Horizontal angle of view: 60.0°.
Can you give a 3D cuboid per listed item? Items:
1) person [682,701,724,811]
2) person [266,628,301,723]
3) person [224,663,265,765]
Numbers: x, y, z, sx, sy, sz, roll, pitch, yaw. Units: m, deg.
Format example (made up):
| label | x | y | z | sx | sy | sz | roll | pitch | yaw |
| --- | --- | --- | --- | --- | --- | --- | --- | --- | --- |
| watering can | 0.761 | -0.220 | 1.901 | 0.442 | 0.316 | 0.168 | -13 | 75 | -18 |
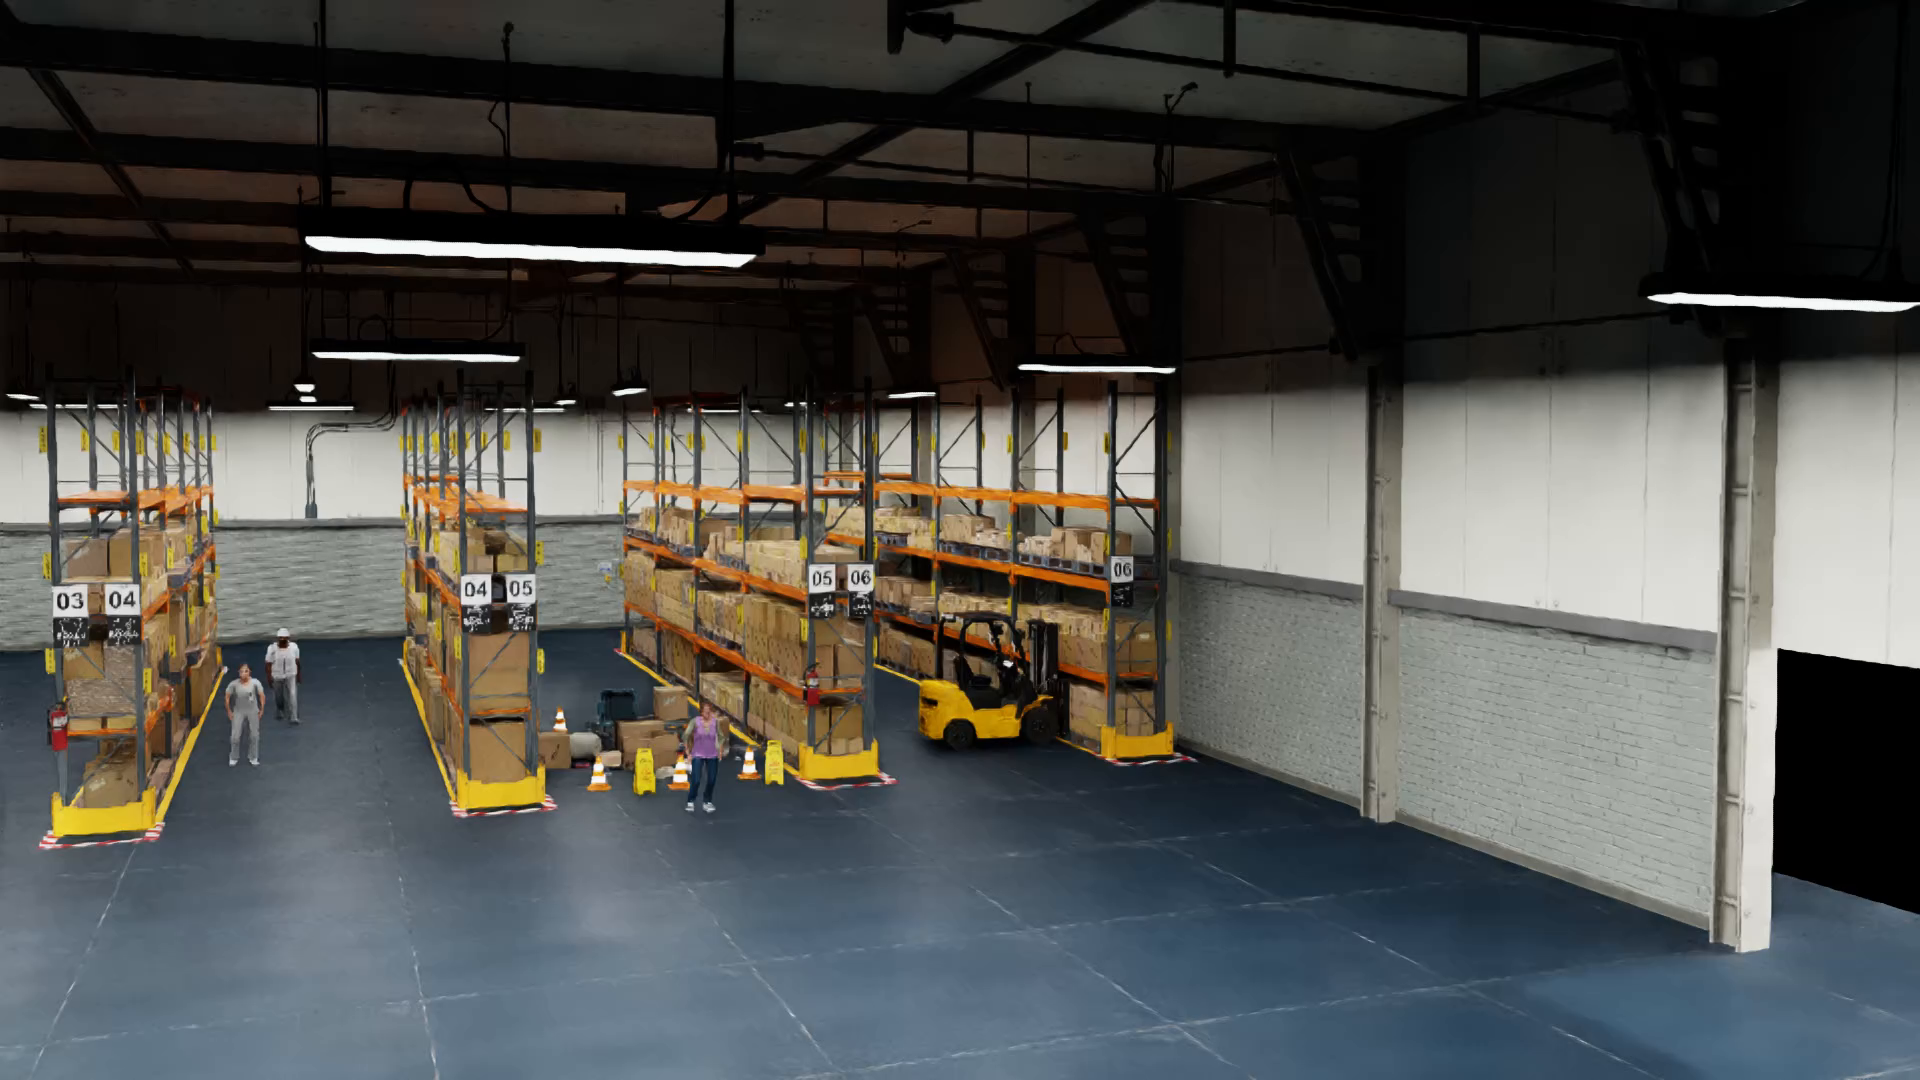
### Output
| label | x | y | z | sx | sy | sz | roll | pitch | yaw |
| --- | --- | --- | --- | --- | --- | --- | --- | --- | --- |
| person | -3.481 | 2.921 | 22.526 | 0.566 | 1.541 | 0.519 | -1 | 4 | -24 |
| person | -12.088 | 2.403 | 29.716 | 0.582 | 1.686 | 1.113 | -1 | 4 | -23 |
| person | -11.083 | 2.693 | 25.781 | 0.580 | 1.619 | 0.507 | -1 | 4 | -23 |
